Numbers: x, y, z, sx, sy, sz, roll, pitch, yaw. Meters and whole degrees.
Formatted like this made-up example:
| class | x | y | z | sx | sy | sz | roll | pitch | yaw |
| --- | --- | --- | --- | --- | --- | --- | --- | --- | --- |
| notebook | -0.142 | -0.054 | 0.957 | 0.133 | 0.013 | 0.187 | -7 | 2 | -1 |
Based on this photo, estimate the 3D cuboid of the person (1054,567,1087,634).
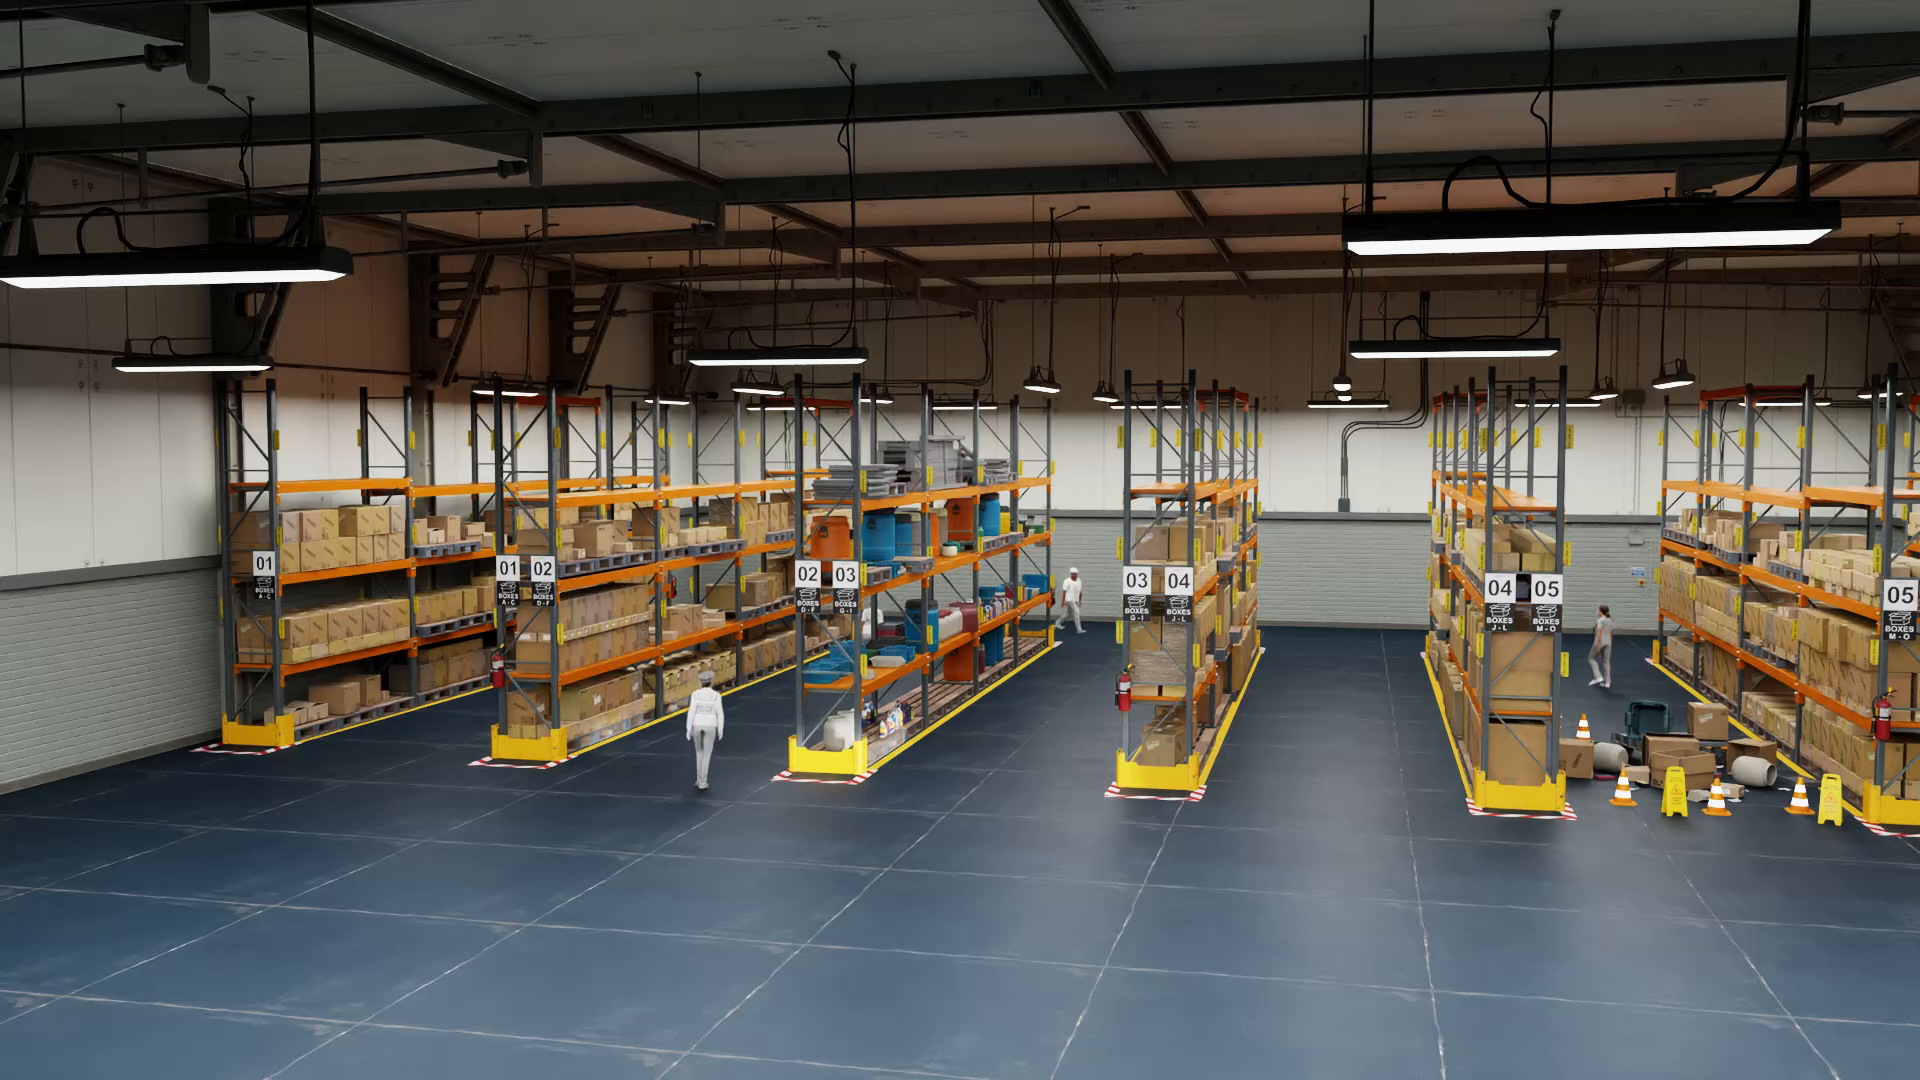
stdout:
| class | x | y | z | sx | sy | sz | roll | pitch | yaw |
| --- | --- | --- | --- | --- | --- | --- | --- | --- | --- |
| person | 2.903 | 1.560 | 43.187 | 1.098 | 1.715 | 0.529 | 2 | 4 | 34 |

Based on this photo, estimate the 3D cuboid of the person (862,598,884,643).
| class | x | y | z | sx | sy | sz | roll | pitch | yaw |
| --- | --- | --- | --- | --- | --- | --- | --- | --- | --- |
| person | -1.878 | 2.046 | 35.364 | 0.518 | 1.662 | 0.477 | 0 | 3 | 8 |

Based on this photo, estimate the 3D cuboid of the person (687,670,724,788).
| class | x | y | z | sx | sy | sz | roll | pitch | yaw |
| --- | --- | --- | --- | --- | --- | --- | --- | --- | --- |
| person | -3.662 | 2.755 | 23.925 | 0.516 | 1.734 | 0.579 | 0 | 3 | 6 |

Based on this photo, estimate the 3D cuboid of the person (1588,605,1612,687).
| class | x | y | z | sx | sy | sz | roll | pitch | yaw |
| --- | --- | --- | --- | --- | --- | --- | --- | --- | --- |
| person | 13.025 | 2.138 | 33.644 | 0.456 | 1.645 | 0.535 | -1 | 3 | -10 |
